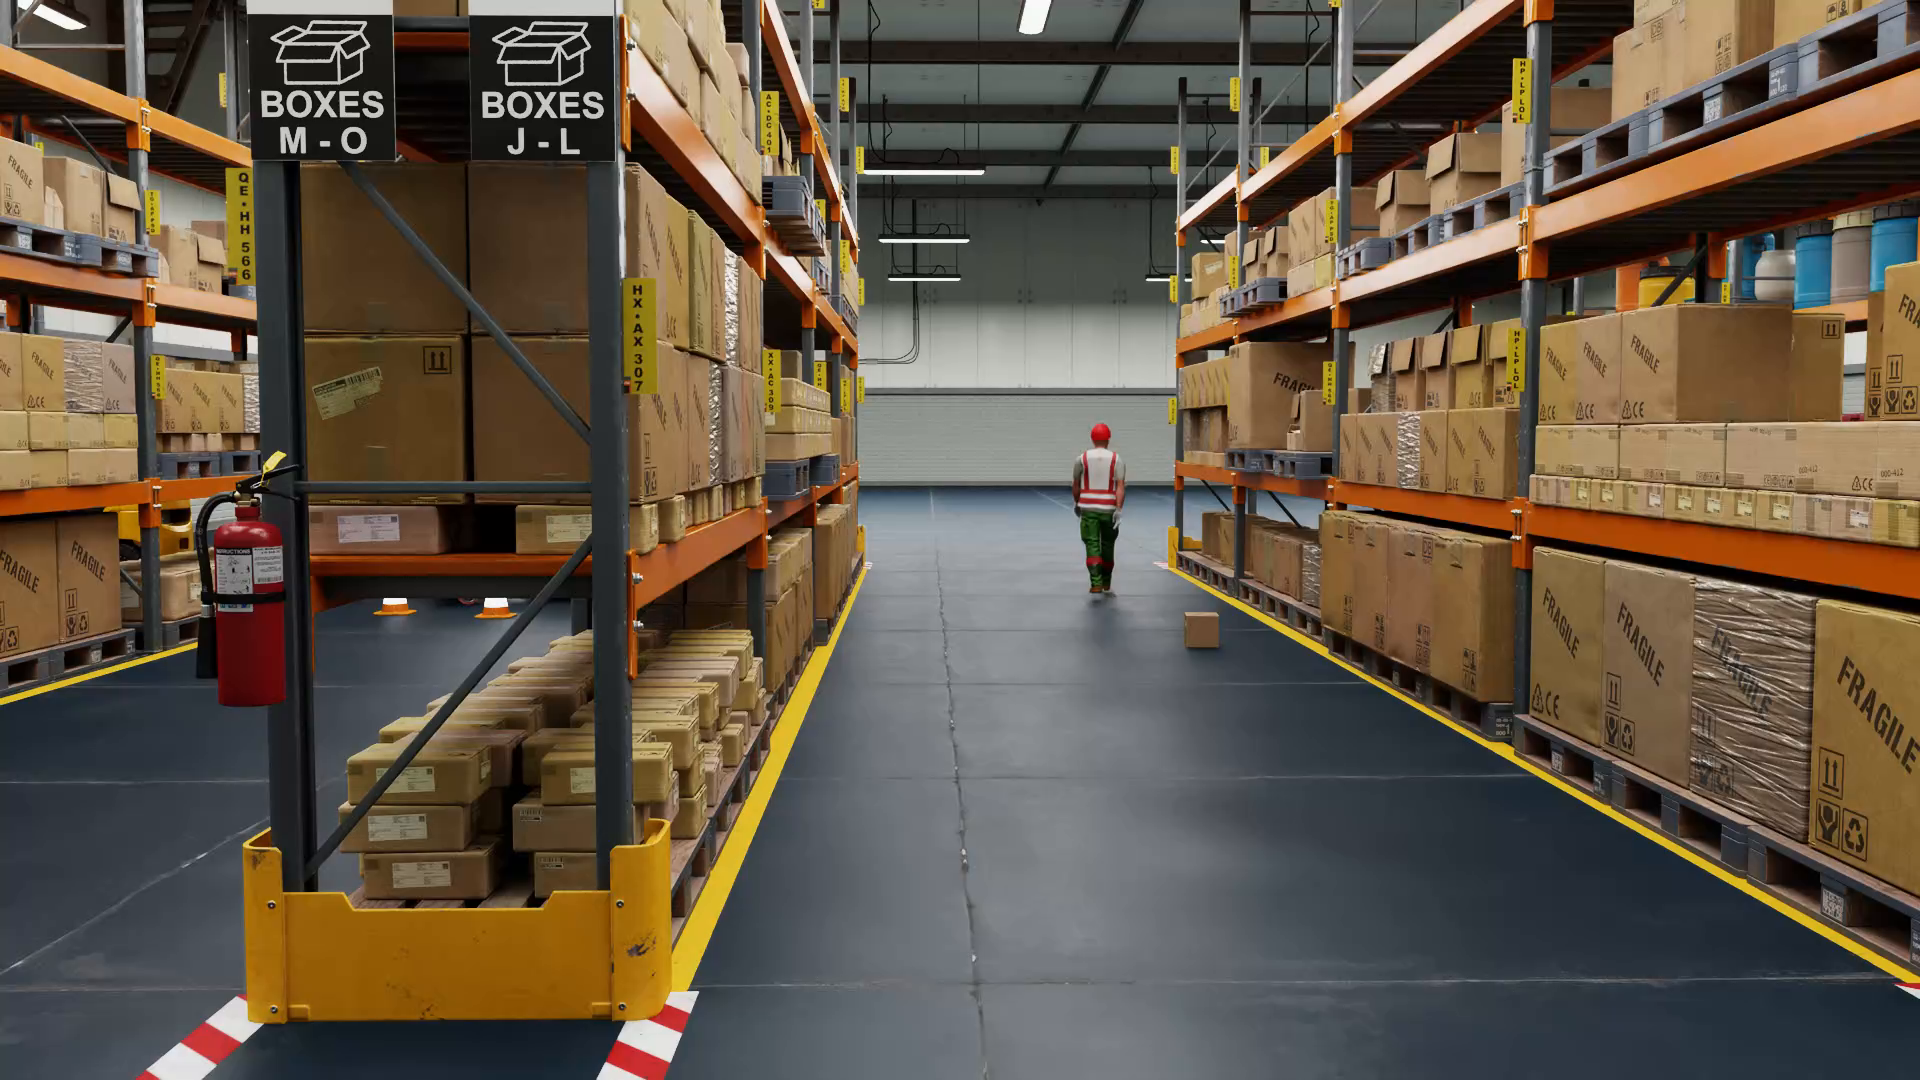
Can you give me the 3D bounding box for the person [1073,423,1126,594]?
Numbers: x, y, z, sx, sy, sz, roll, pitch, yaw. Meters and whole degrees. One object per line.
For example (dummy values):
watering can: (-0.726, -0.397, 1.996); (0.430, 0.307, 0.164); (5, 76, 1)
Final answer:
person: (1.411, -0.323, 16.963); (0.528, 1.733, 1.056); (0, 4, 1)
